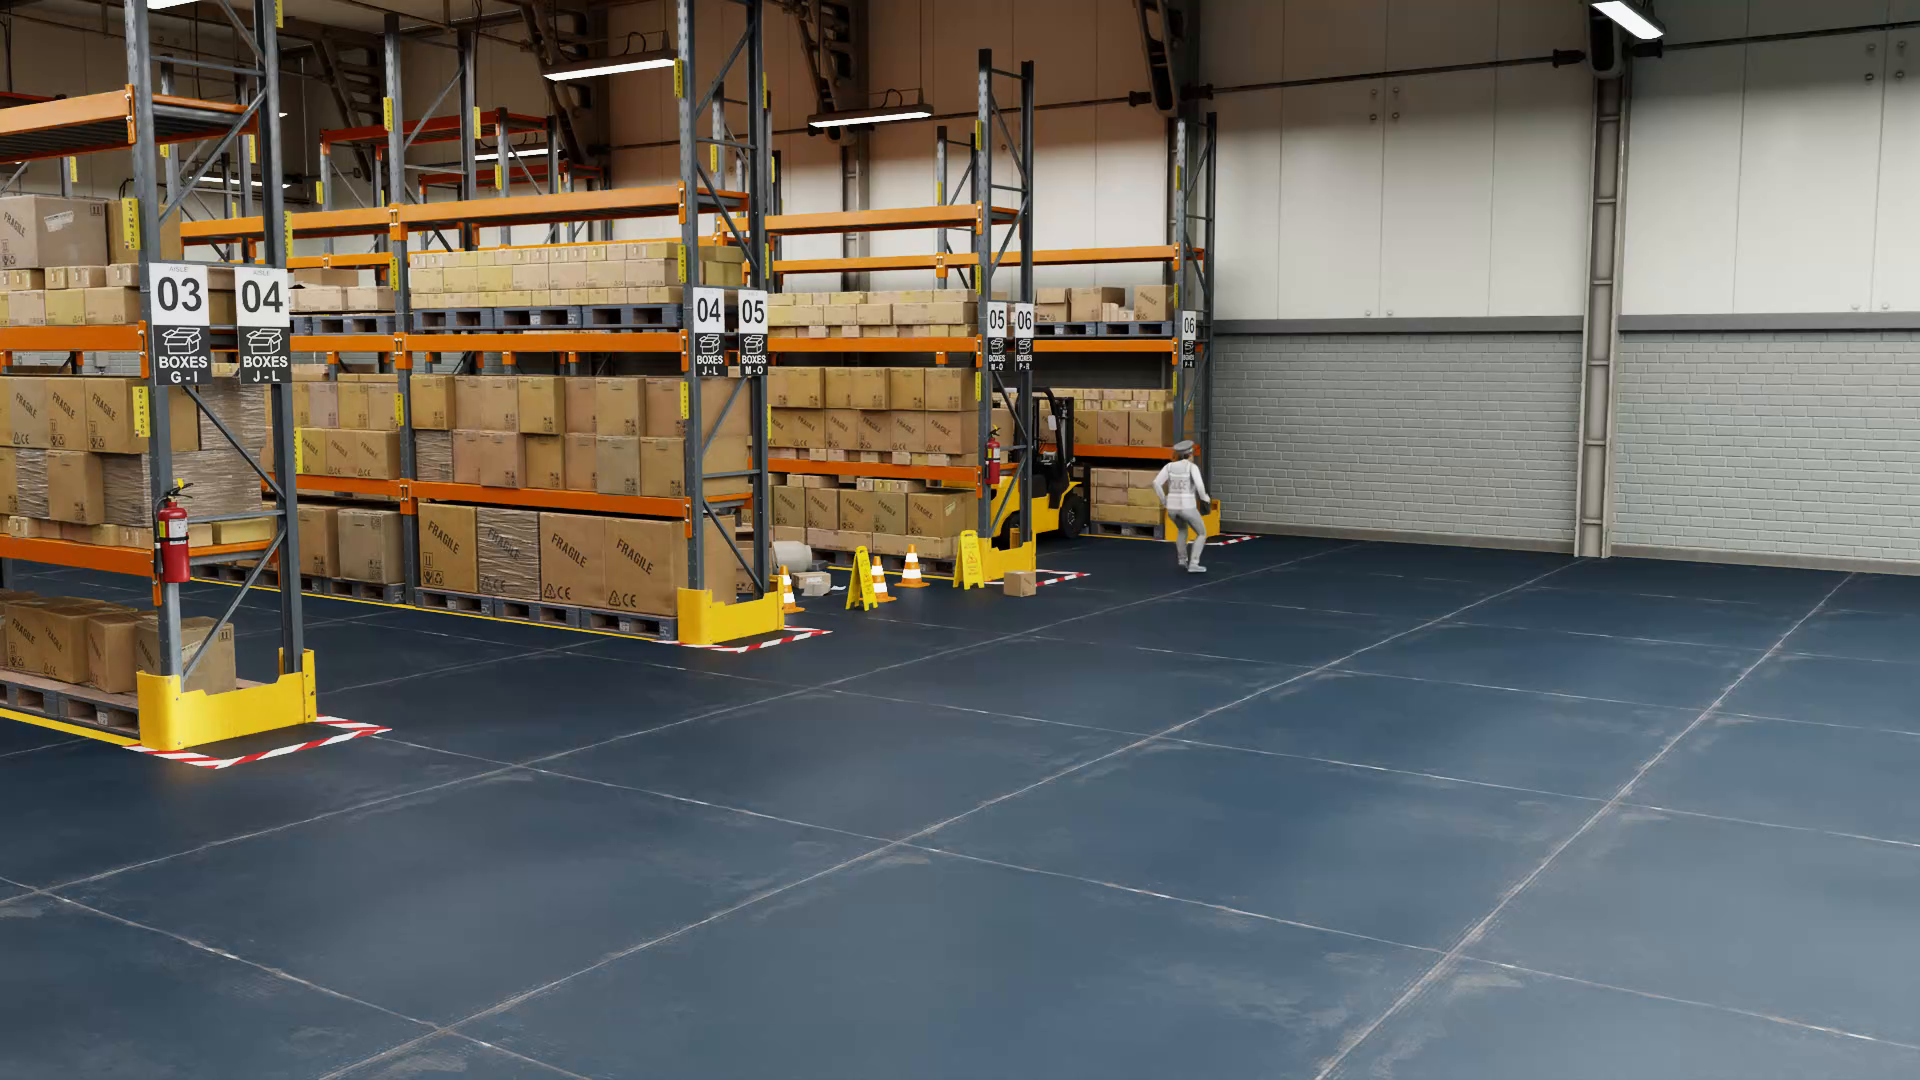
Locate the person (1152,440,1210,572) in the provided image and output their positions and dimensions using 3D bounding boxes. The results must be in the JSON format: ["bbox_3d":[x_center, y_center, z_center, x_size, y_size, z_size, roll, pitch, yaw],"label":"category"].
[{"bbox_3d":[2.759,-0.400,19.944,0.687,1.597,0.757,5,8,38],"label":"person"}]
